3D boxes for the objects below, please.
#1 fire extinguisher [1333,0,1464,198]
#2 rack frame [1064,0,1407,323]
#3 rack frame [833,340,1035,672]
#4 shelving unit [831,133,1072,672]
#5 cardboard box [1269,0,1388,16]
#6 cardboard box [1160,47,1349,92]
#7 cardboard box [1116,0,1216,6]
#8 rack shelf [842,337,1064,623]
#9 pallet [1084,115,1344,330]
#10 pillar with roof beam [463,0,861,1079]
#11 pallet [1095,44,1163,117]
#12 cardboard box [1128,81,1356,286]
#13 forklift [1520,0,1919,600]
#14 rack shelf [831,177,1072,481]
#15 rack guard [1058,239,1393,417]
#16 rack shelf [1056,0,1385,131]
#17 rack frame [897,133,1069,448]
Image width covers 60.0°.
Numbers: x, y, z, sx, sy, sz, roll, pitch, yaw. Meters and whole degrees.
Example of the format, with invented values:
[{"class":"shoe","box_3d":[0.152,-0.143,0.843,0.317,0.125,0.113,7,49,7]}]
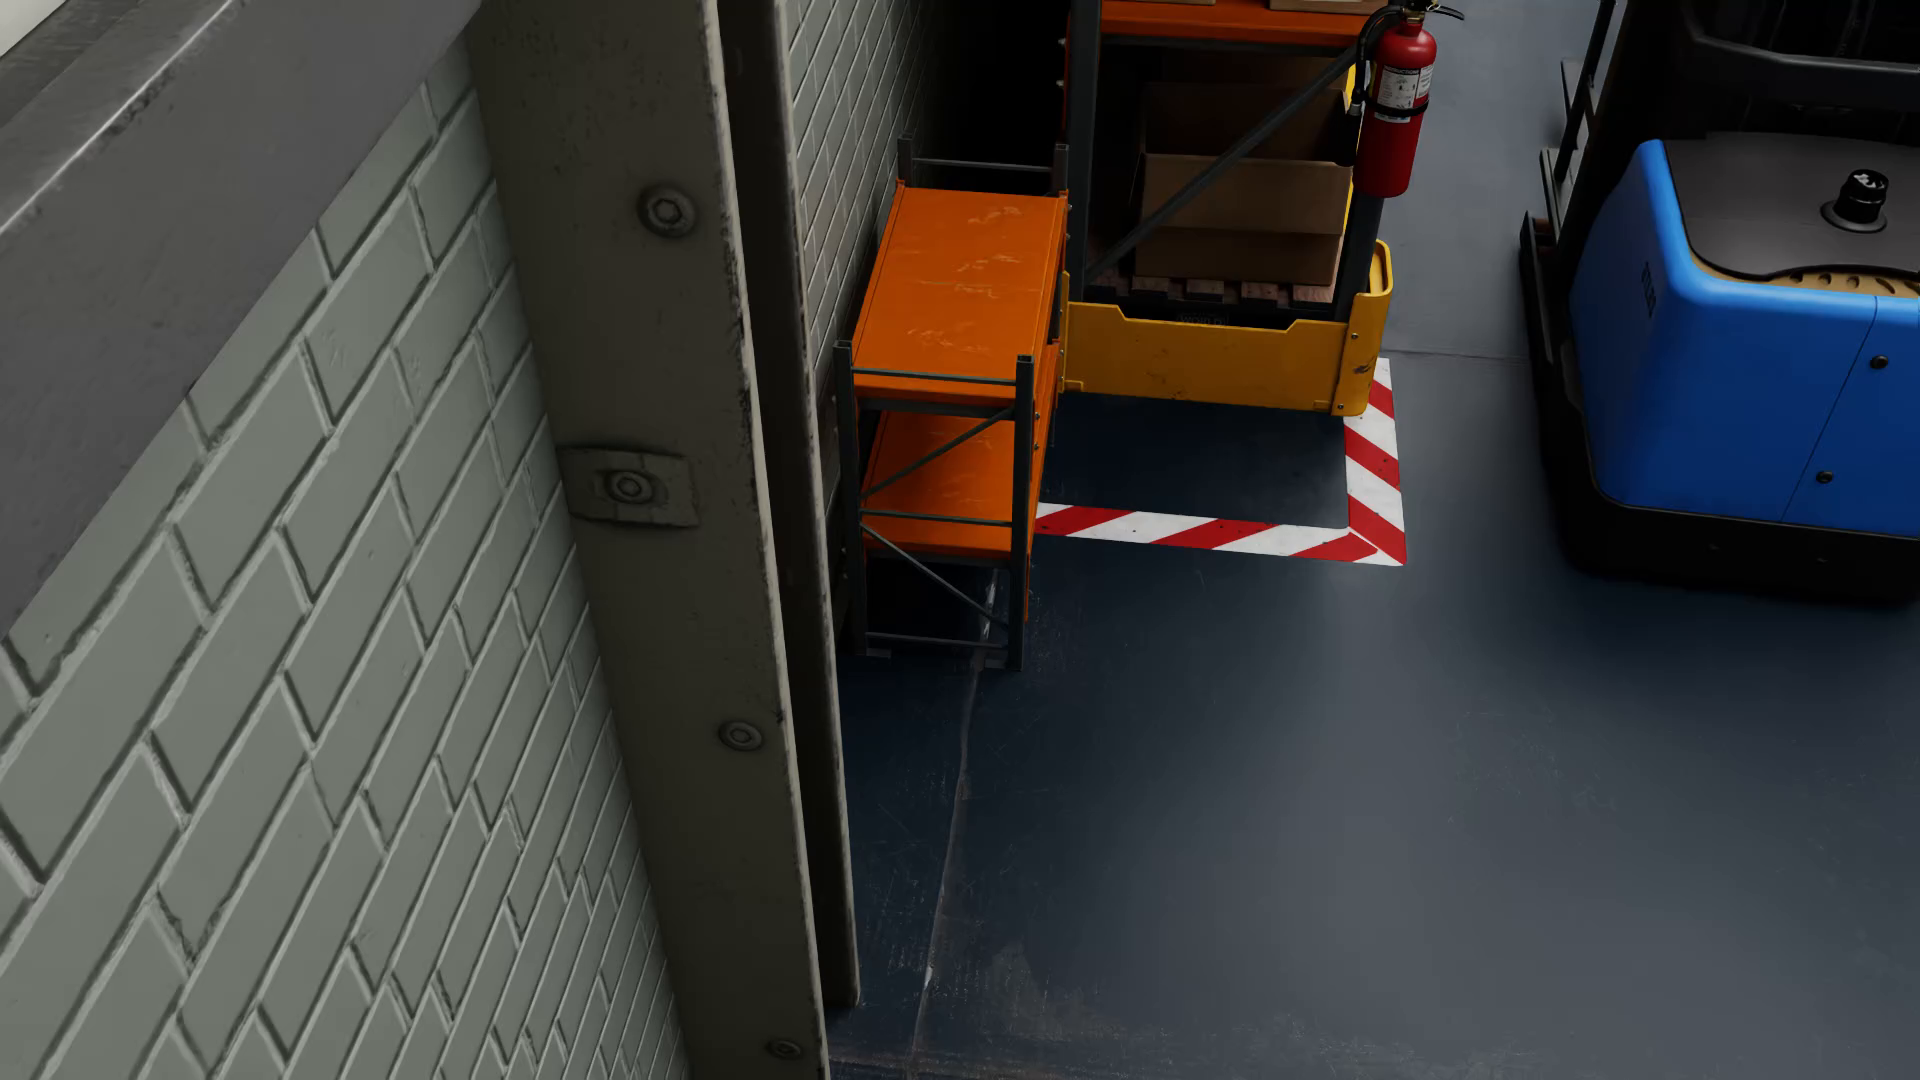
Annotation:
[{"class":"fire extinguisher","box_3d":[1.266,-1.319,4.788,0.296,0.674,0.183,5,44,6]},{"class":"rack frame","box_3d":[0.827,-1.624,4.784,1.000,3.000,0.127,5,44,6]},{"class":"rack frame","box_3d":[-0.066,-0.058,4.493,0.500,1.125,0.032,5,44,5]},{"class":"shelving unit","box_3d":[0.000,-0.404,4.859,0.538,1.125,1.048,5,44,5]},{"class":"cardboard box","box_3d":[1.143,-1.732,5.080,0.380,0.149,0.250,5,44,5]},{"class":"cardboard box","box_3d":[1.154,-1.856,6.542,0.700,0.500,0.500,7,44,7]},{"class":"cardboard box","box_3d":[0.605,-1.783,5.135,0.380,0.149,0.250,5,44,5]},{"class":"rack shelf","box_3d":[0.001,-0.227,5.027,0.538,0.278,1.000,5,44,5]},{"class":"pallet","box_3d":[0.942,-1.207,6.371,1.003,0.211,1.213,5,44,6]},{"class":"pillar with roof beam","box_3d":[3.845,-1.656,0.454,9.100,9.000,0.400,5,44,6]},{"class":"pallet","box_3d":[1.106,-2.036,7.247,1.003,0.211,1.213,5,44,6]},{"class":"cardboard box","box_3d":[1.002,-1.279,5.929,0.797,0.503,0.637,4,44,4]},{"class":"forklift","box_3d":[2.655,-1.907,5.133,1.130,2.935,3.031,7,44,7]},{"class":"rack shelf","box_3d":[0.000,-0.617,4.657,0.538,0.278,1.000,5,44,5]},{"class":"rack guard","box_3d":[0.837,-0.768,5.698,1.175,0.500,0.348,5,44,6]},{"class":"rack shelf","box_3d":[1.092,-2.726,6.471,1.077,0.370,4.000,5,44,6]},{"class":"rack frame","box_3d":[0.067,-0.751,5.225,0.500,1.125,0.032,5,44,5]}]
